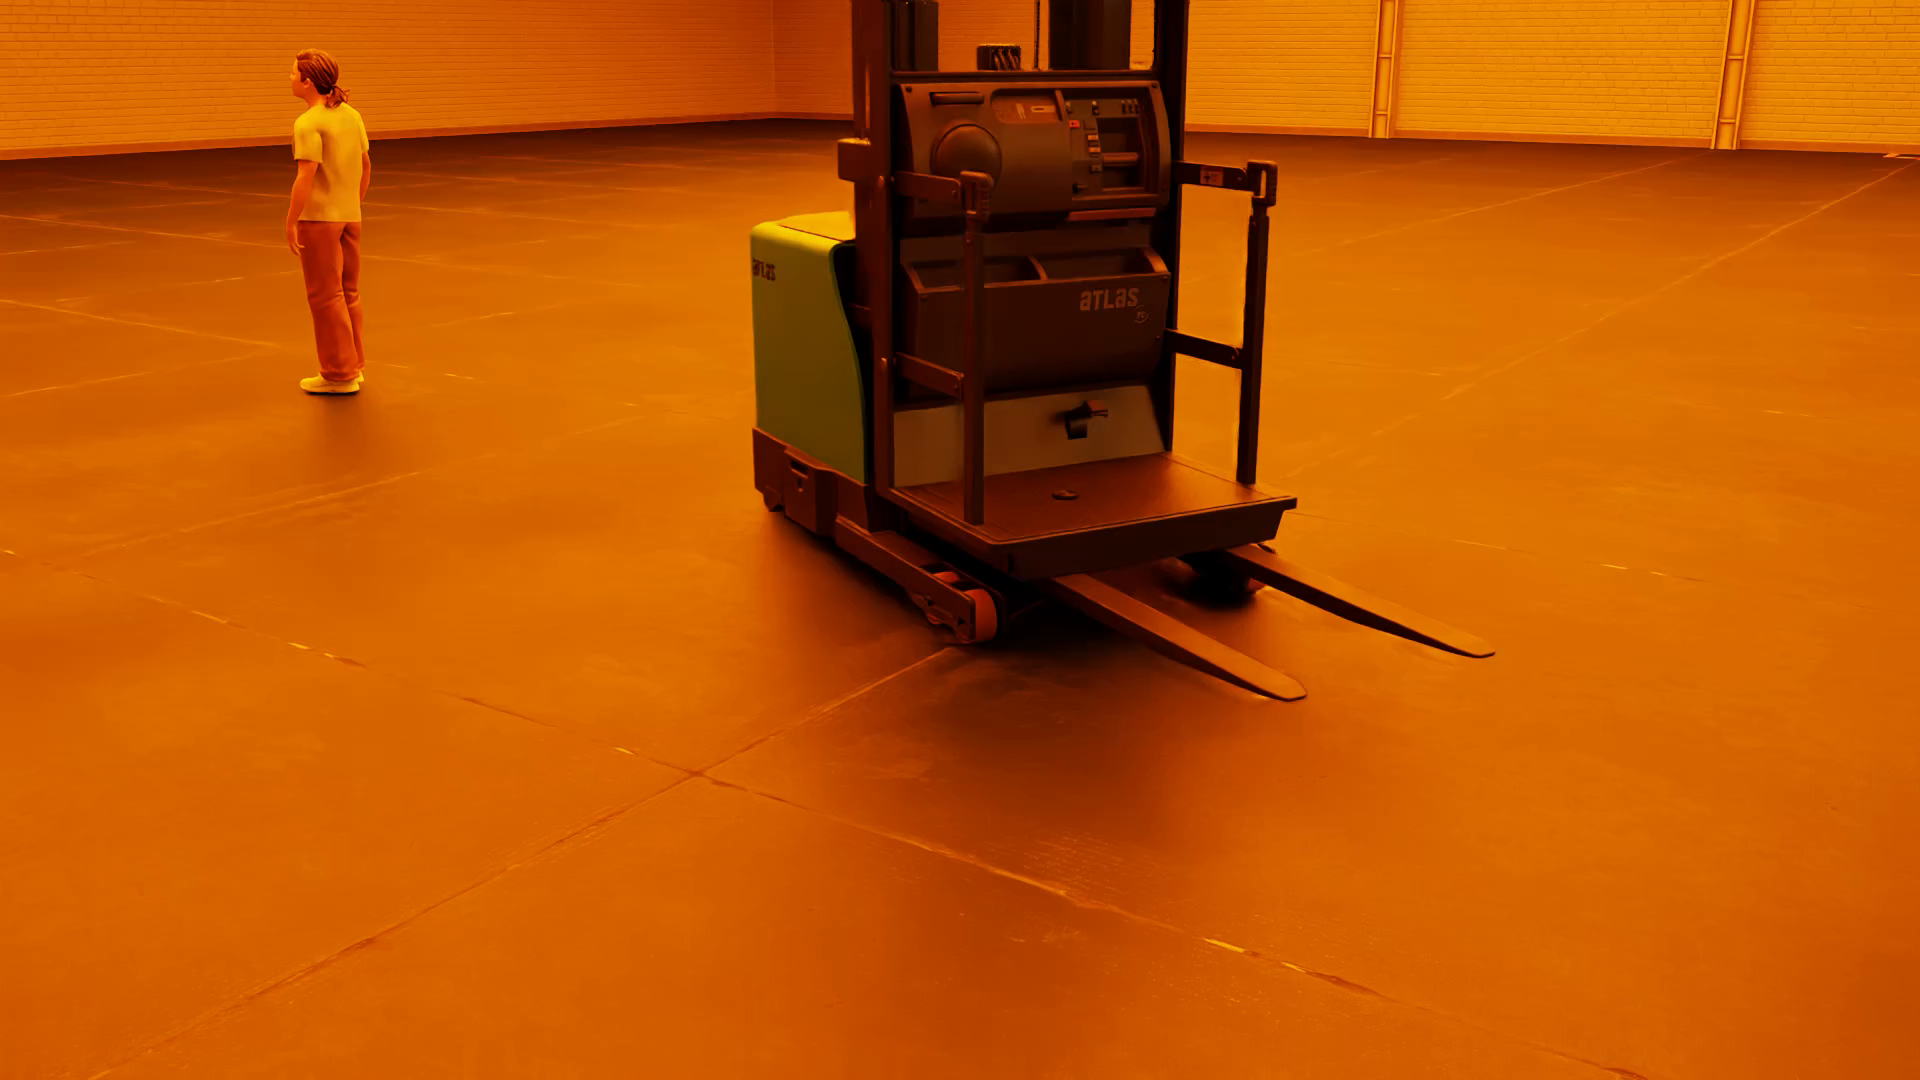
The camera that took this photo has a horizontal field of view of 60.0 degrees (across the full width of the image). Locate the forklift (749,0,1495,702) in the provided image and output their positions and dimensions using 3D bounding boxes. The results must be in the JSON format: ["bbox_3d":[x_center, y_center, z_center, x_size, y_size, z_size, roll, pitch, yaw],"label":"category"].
[{"bbox_3d":[0.349,-1.242,4.985,1.130,2.935,3.031,-9,19,-27],"label":"forklift"}]

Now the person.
[{"bbox_3d":[-3.178,-1.560,8.216,0.548,1.673,0.554,5,17,17],"label":"person"}]
